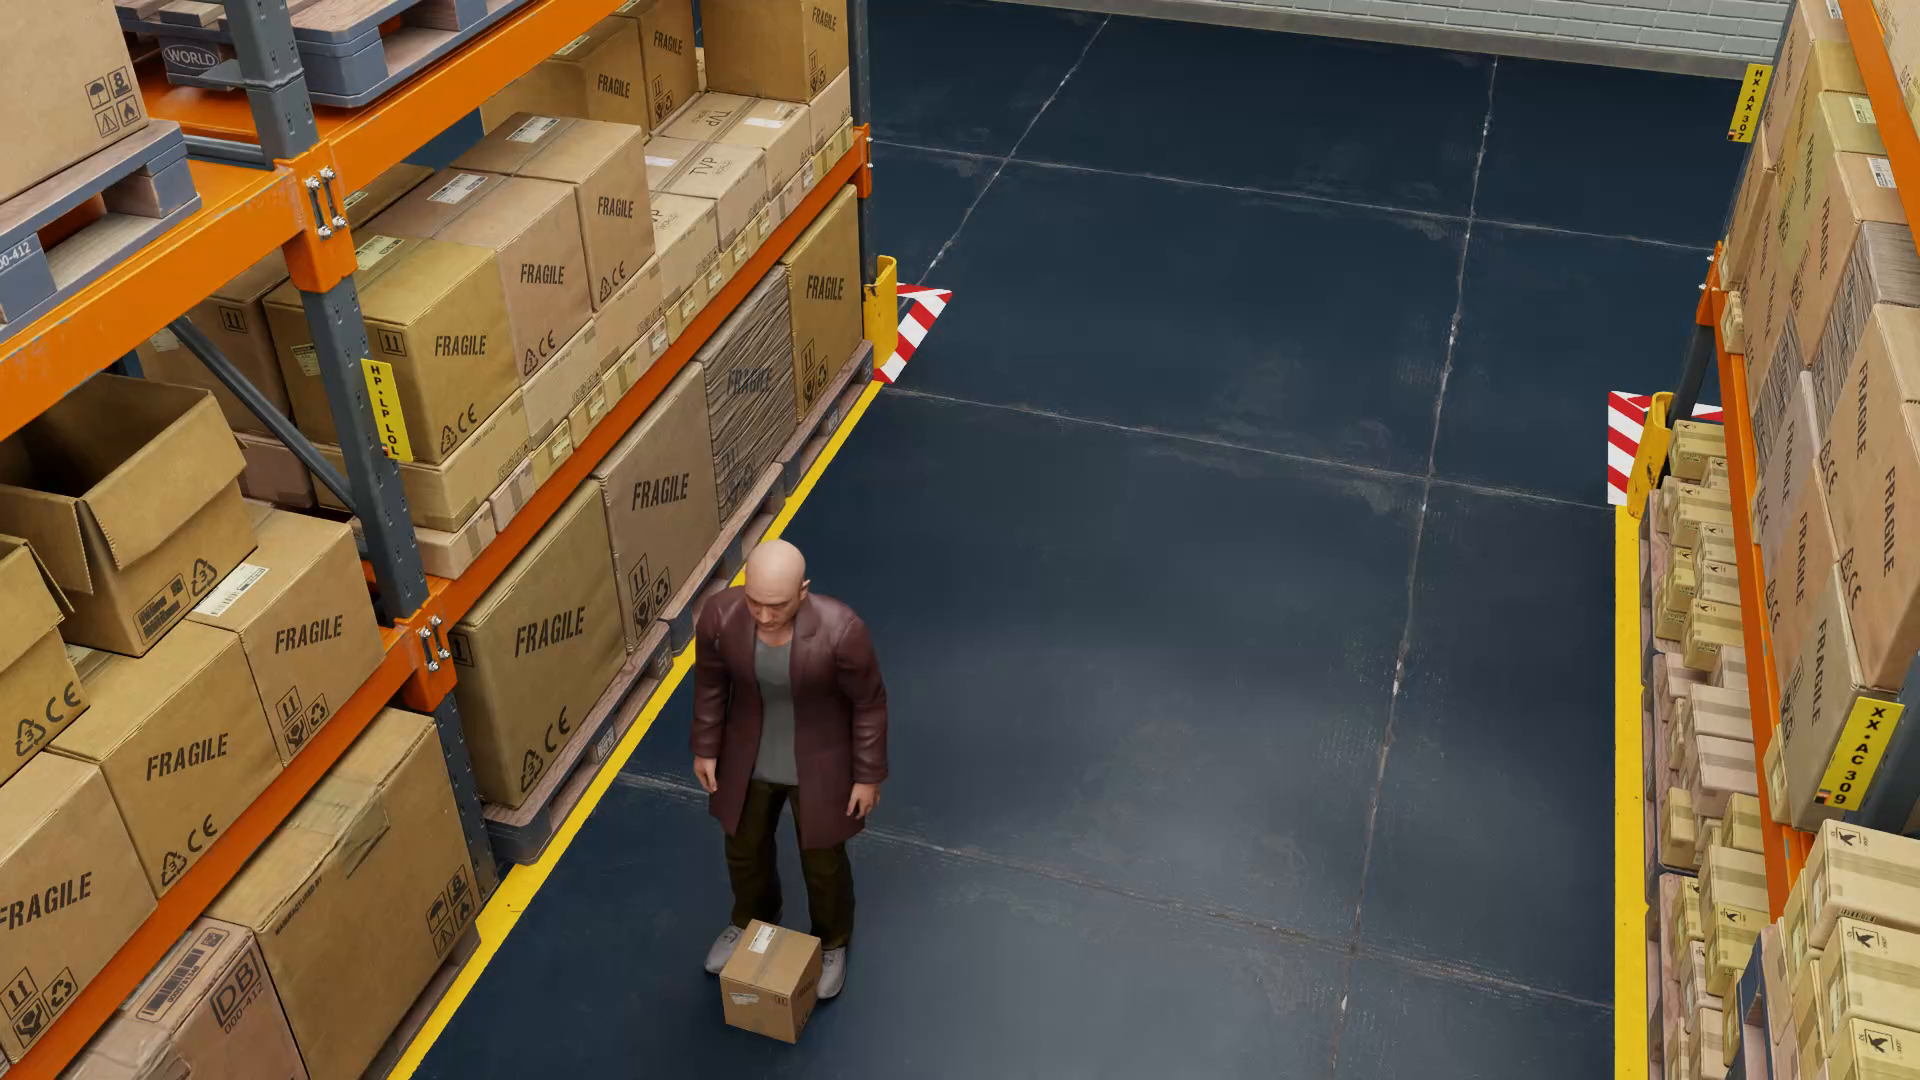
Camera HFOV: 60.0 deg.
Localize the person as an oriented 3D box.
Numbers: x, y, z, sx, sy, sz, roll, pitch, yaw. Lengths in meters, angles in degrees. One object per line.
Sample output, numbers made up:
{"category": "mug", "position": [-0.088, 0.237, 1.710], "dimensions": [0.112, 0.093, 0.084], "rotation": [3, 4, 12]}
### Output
{"category": "person", "position": [-0.538, 0.701, 5.218], "dimensions": [0.648, 1.772, 0.429], "rotation": [8, 37, 11]}
